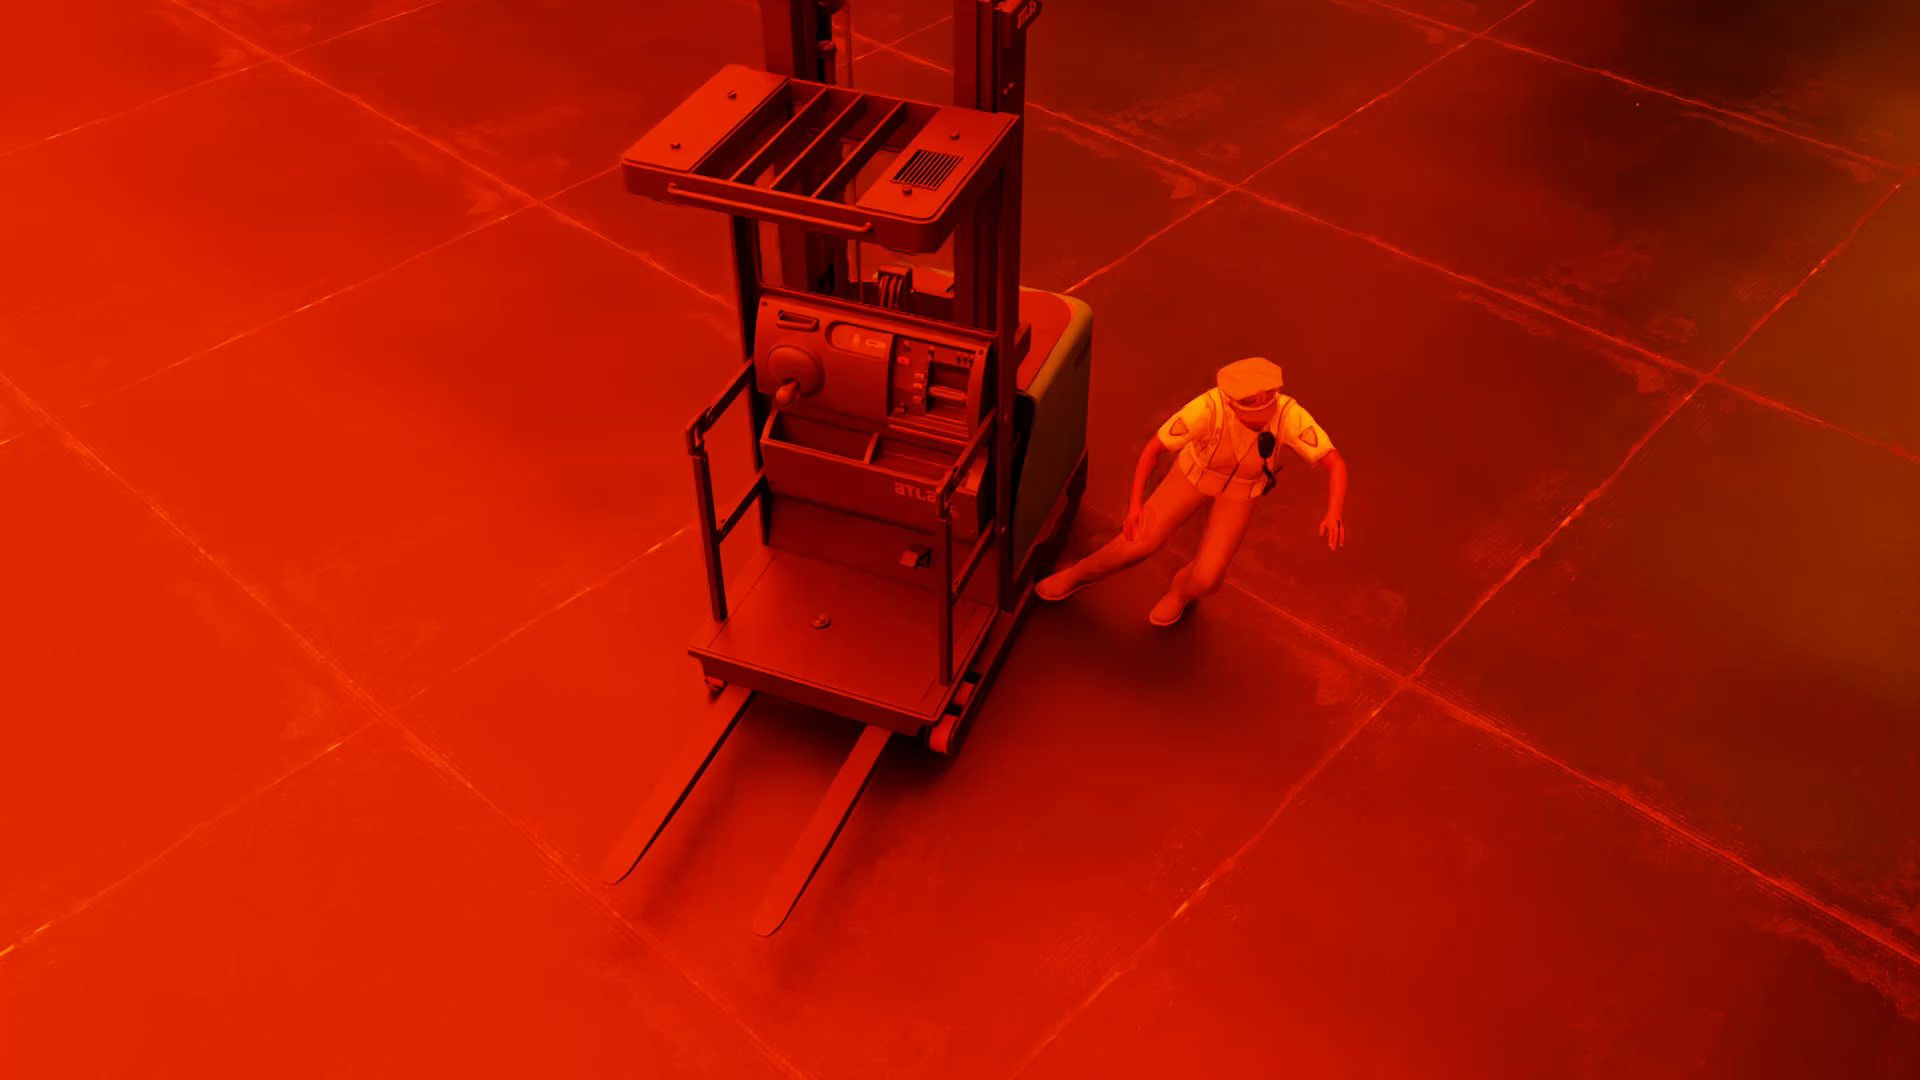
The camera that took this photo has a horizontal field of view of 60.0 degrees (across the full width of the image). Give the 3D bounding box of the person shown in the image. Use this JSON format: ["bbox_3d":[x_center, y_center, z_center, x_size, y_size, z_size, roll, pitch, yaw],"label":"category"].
[{"bbox_3d":[0.908,-0.106,6.726,1.196,1.423,0.879,5,41,5],"label":"person"}]

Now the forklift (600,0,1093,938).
[{"bbox_3d":[-0.417,-0.567,6.089,1.130,2.935,3.031,14,43,16],"label":"forklift"}]
